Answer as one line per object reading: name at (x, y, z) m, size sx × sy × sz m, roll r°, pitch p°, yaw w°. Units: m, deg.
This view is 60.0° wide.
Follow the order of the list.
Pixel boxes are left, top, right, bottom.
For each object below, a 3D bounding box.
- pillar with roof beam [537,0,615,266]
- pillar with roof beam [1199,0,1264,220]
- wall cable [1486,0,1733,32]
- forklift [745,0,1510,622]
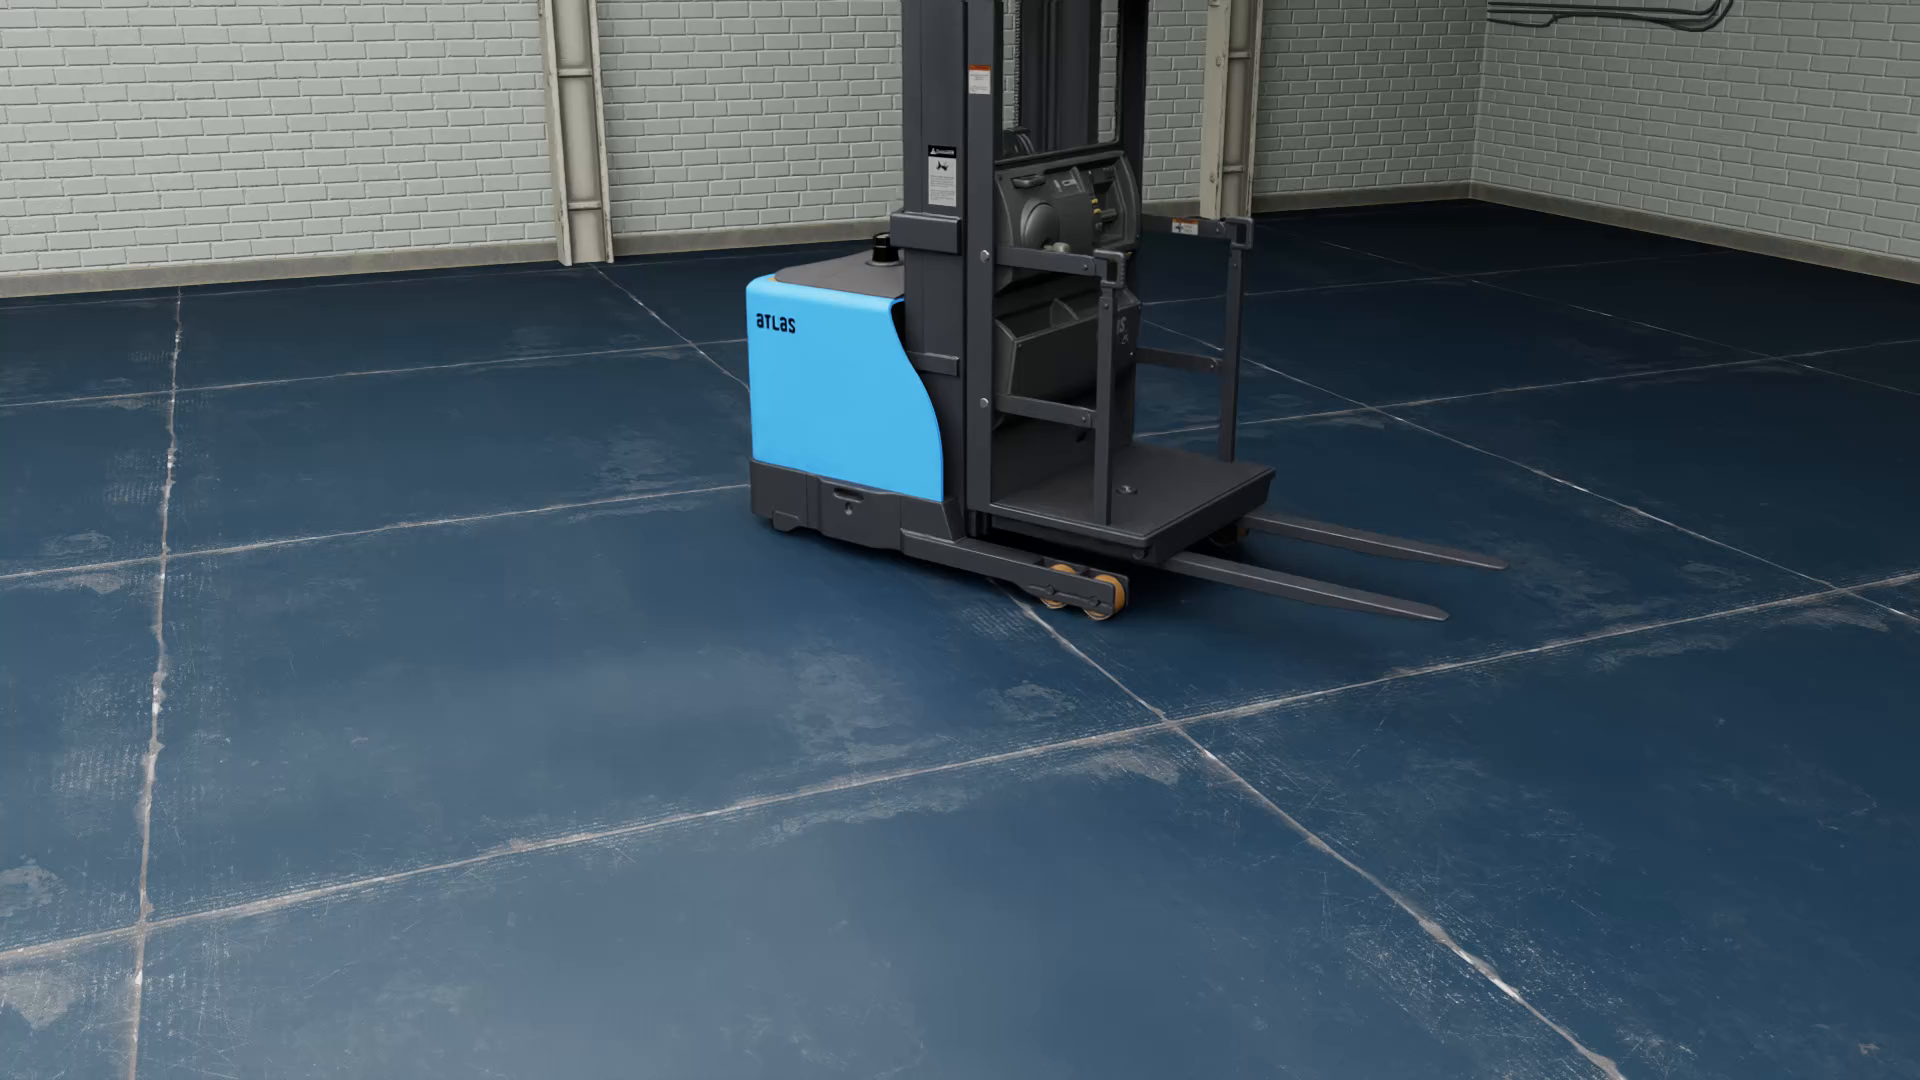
pillar with roof beam at (-1.312, -5.185, 8.198) m, size 0.400 × 9.000 × 9.100 m, roll -8°, pitch 21°, yaw -22°
pillar with roof beam at (4.197, -5.974, 10.439) m, size 0.400 × 9.000 × 9.100 m, roll -8°, pitch 21°, yaw -22°
wall cable at (5.721, -5.806, 14.639) m, size 0.112 × 2.526 × 3.097 m, roll -8°, pitch 21°, yaw -22°
forklift at (0.593, -1.286, 6.260) m, size 3.031 × 2.935 × 1.130 m, roll 13°, pitch 23°, yaw 33°
